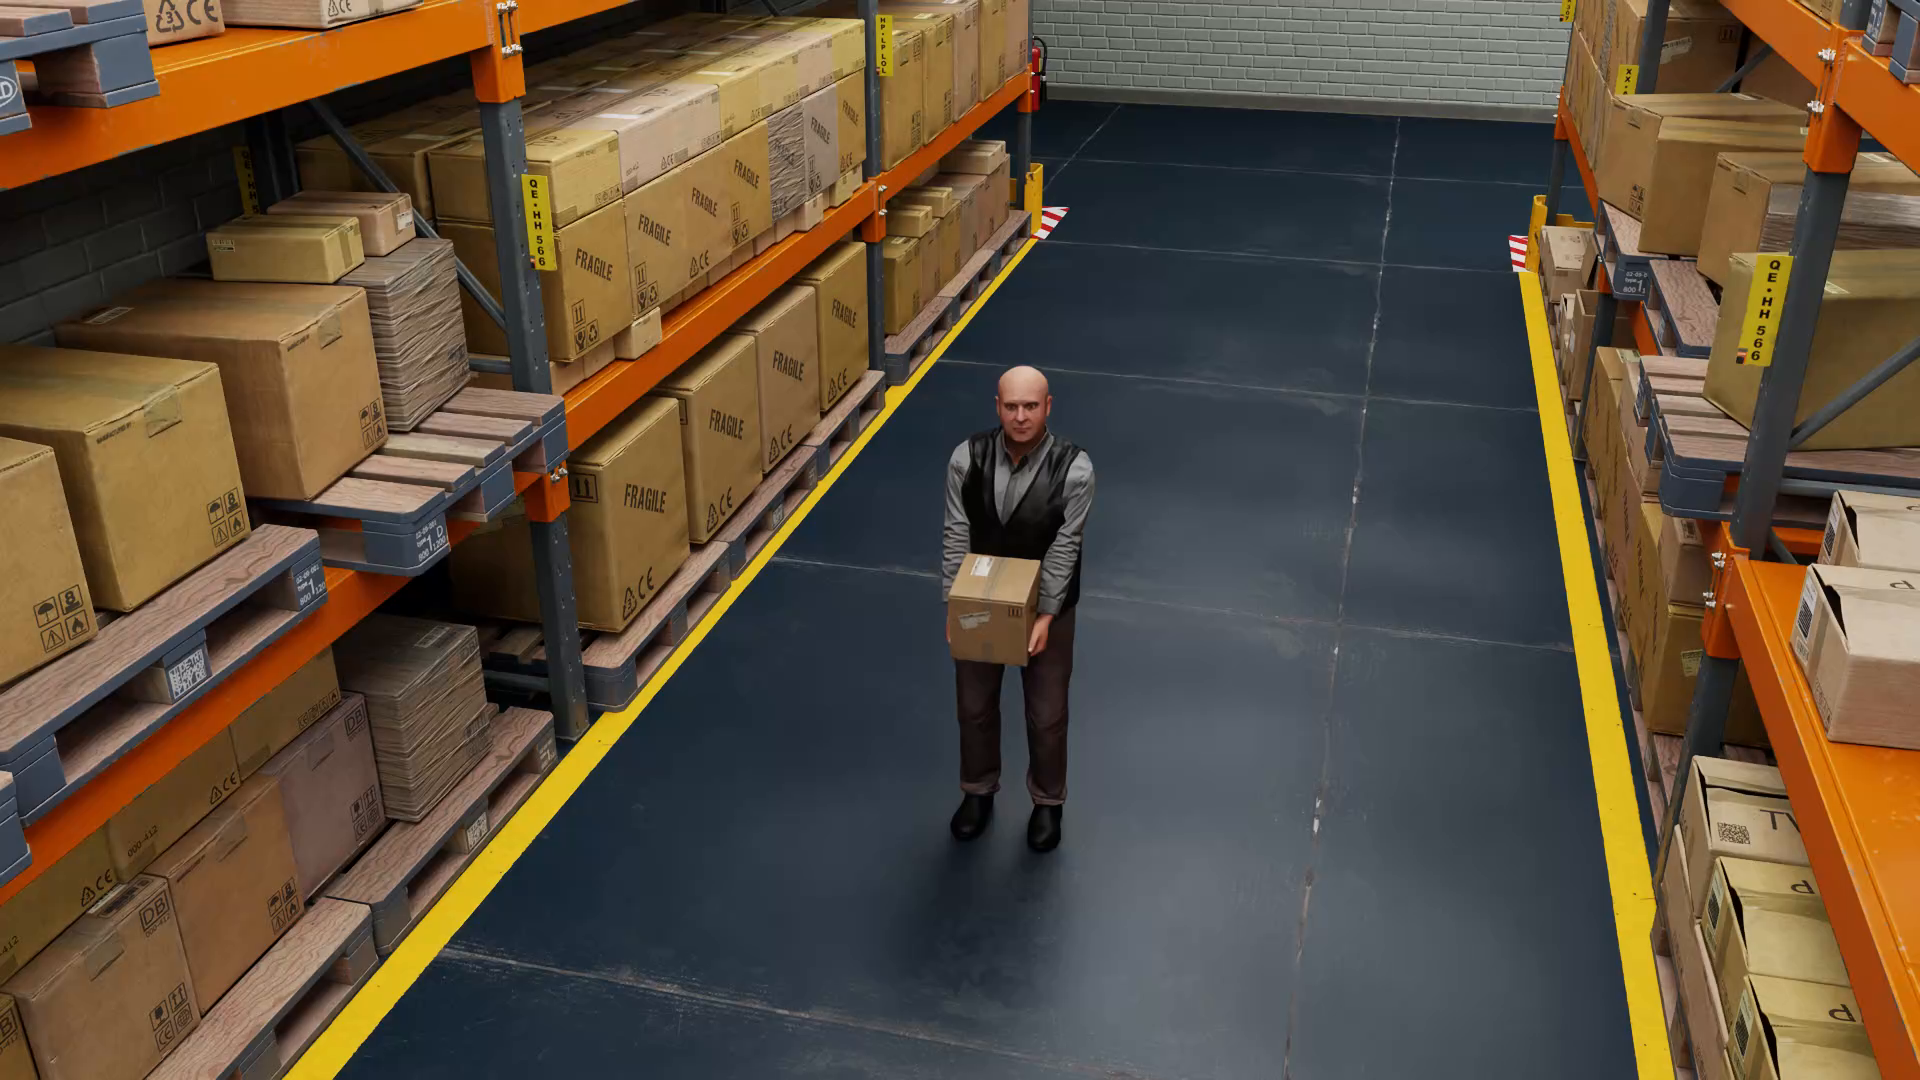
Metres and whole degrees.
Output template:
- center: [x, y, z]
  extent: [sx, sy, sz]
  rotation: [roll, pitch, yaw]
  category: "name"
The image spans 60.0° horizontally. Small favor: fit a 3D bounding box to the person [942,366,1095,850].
- center: [0.178, 0.307, 5.589]
  extent: [0.495, 1.637, 0.560]
  rotation: [6, 26, 13]
  category: "person"
